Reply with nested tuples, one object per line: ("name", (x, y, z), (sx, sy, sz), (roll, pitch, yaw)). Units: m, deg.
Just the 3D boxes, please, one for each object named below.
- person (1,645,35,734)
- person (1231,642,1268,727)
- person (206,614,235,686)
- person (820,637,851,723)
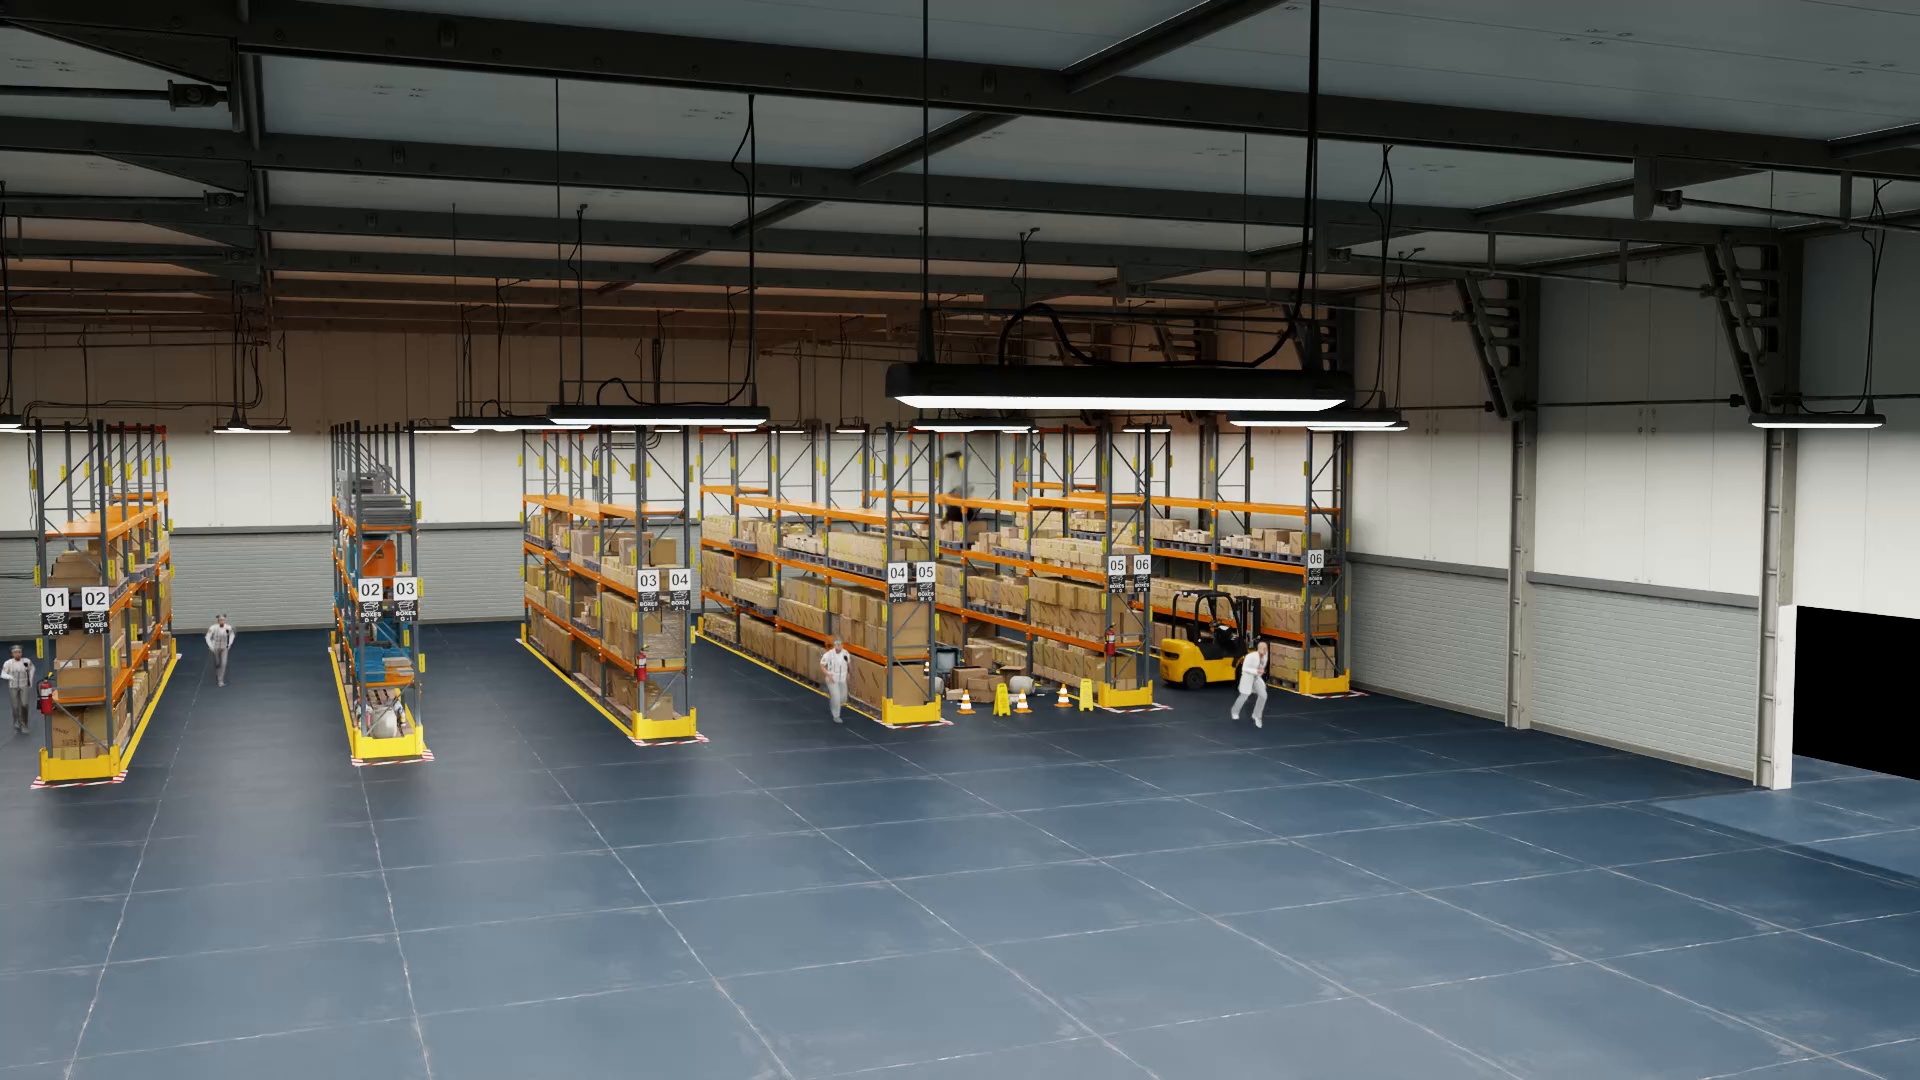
("person", (-18.190, 2.879, 32.119), (0.550, 1.736, 0.800), (-2, 4, -26))
("person", (5.775, 2.852, 33.036), (0.753, 1.733, 1.073), (-2, 4, -31))
("person", (-17.086, 2.526, 38.422), (0.624, 1.675, 0.879), (-2, 4, -27))
("person", (-2.511, 2.800, 33.405), (0.682, 1.735, 0.644), (-2, 4, -28))
